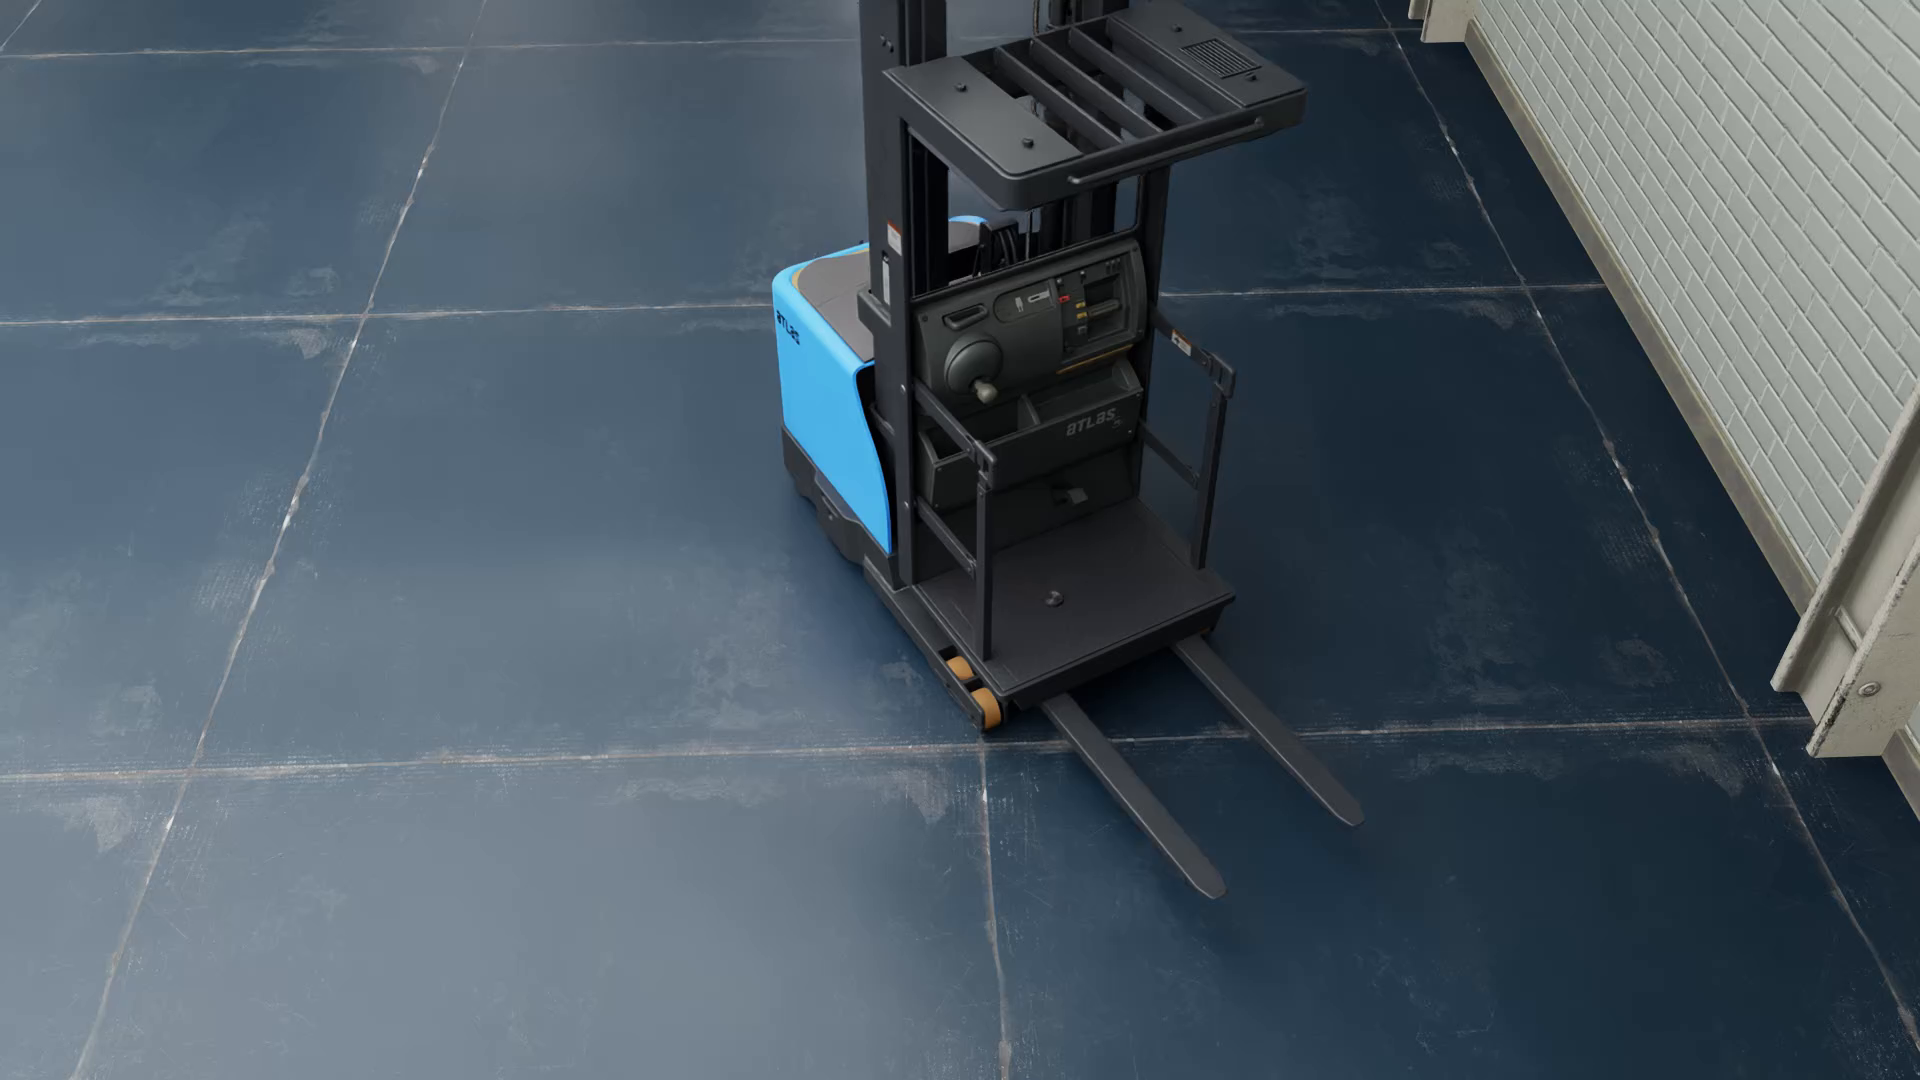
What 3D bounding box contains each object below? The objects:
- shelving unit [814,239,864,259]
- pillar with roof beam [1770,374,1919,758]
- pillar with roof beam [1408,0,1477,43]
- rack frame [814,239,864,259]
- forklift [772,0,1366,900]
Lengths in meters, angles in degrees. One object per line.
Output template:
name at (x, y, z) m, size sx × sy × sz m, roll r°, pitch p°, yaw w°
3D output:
shelving unit at (-0.477, -0.897, 7.559) m, size 0.258 × 0.900 × 0.210 m, roll -21°, pitch 45°, yaw -21°
pillar with roof beam at (-0.908, -2.502, 3.320) m, size 9.100 × 9.000 × 0.400 m, roll -2°, pitch 43°, yaw -2°
pillar with roof beam at (-1.162, -6.553, 7.739) m, size 9.100 × 9.000 × 0.400 m, roll -2°, pitch 43°, yaw -2°
rack frame at (-0.527, -0.955, 7.626) m, size 0.240 × 0.900 × 0.006 m, roll -21°, pitch 45°, yaw -21°
forklift at (0.380, -0.702, 5.847) m, size 1.130 × 2.935 × 3.031 m, roll -21°, pitch 47°, yaw -22°
